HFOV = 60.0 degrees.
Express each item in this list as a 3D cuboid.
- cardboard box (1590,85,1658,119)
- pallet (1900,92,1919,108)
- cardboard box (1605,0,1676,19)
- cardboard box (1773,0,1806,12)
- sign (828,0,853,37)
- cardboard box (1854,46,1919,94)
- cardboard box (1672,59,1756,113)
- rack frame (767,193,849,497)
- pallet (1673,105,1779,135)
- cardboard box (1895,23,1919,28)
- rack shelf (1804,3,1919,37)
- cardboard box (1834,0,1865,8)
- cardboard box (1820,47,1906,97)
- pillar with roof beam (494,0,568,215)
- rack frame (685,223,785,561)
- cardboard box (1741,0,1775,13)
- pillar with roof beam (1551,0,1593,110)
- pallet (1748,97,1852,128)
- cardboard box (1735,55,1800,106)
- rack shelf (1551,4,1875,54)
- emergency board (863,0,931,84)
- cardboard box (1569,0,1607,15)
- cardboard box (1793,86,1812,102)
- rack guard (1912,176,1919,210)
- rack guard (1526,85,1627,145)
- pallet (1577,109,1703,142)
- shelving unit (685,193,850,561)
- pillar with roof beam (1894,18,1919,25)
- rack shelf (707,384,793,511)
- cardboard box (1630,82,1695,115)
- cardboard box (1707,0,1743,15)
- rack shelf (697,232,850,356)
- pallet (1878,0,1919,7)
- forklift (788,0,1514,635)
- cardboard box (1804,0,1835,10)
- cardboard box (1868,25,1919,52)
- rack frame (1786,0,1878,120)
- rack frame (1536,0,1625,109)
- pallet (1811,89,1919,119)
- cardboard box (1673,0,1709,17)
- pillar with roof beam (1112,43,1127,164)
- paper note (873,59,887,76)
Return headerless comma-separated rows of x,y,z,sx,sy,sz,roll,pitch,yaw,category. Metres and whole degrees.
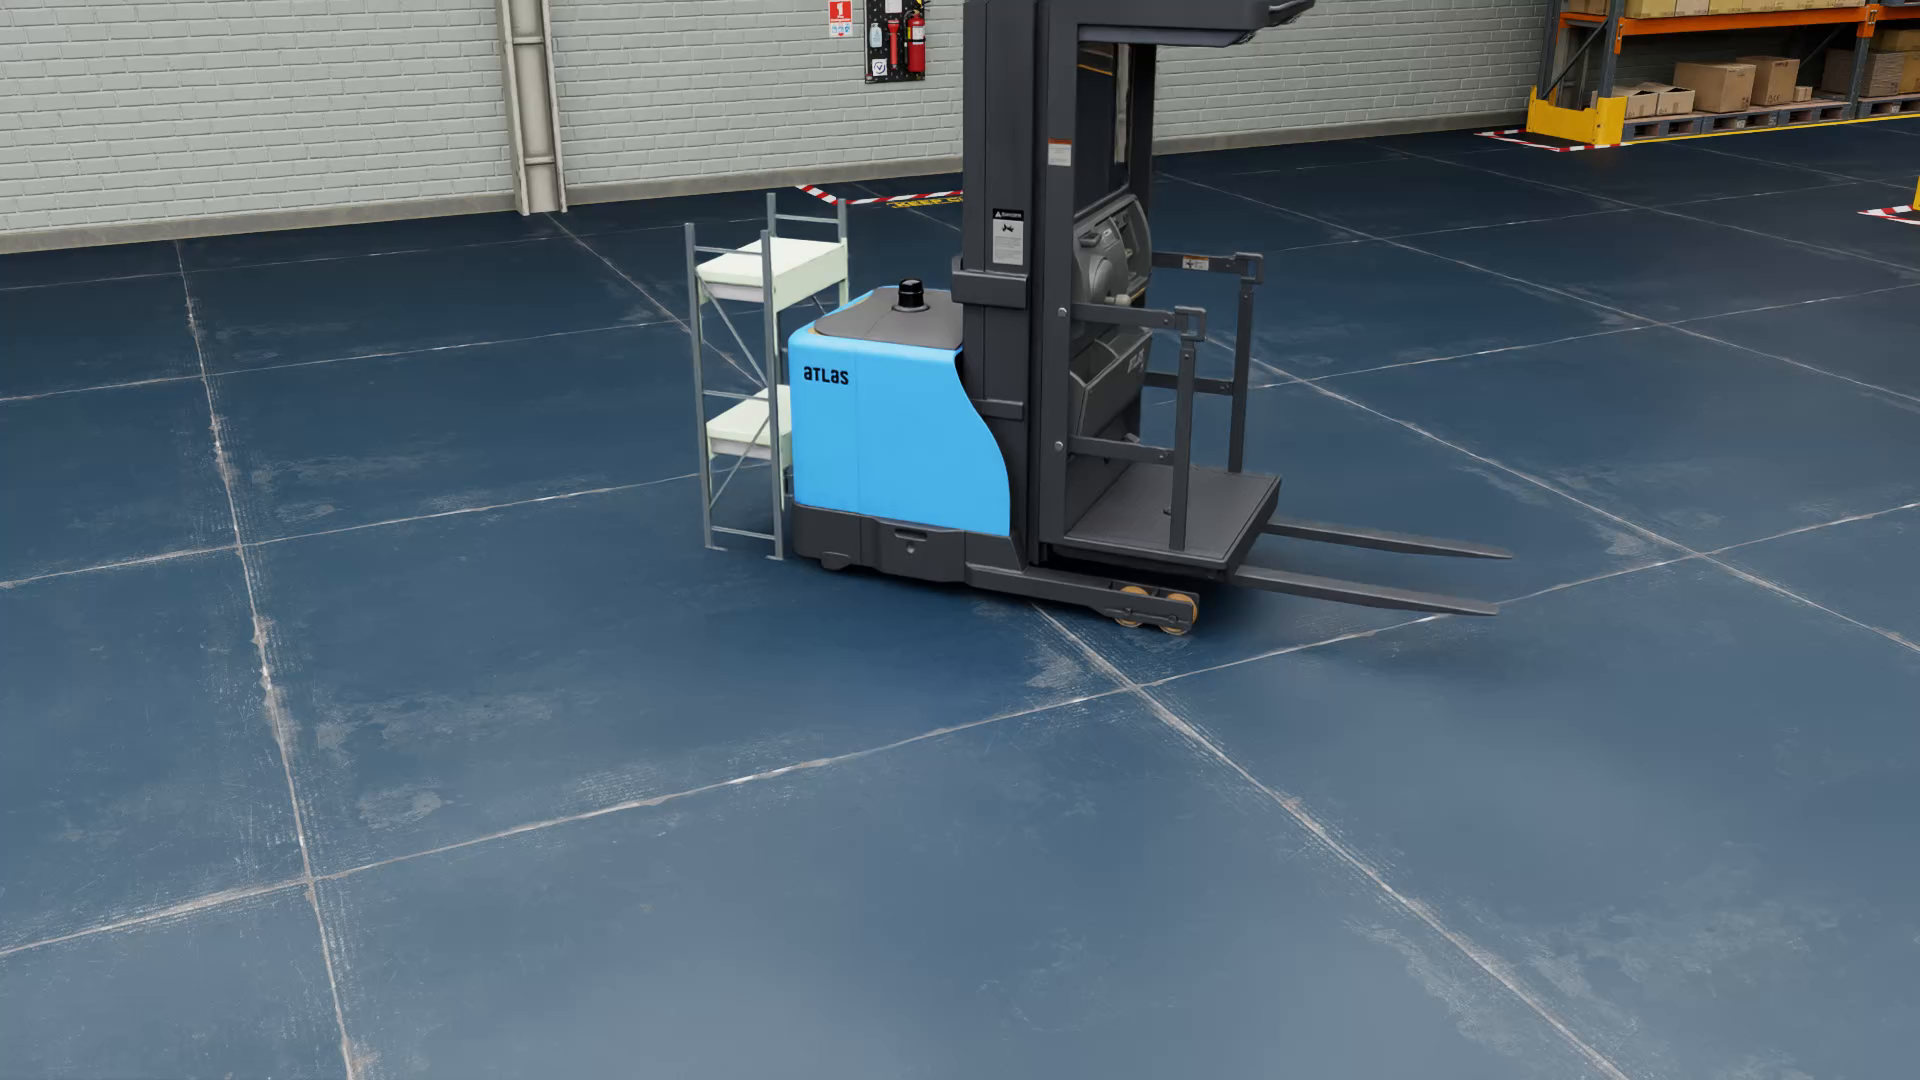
7.480,-4.953,18.734,0.500,0.311,0.500,-14,26,-30,cardboard box
12.223,-5.617,21.043,1.213,0.211,1.003,-10,25,-24,pallet
7.395,-5.820,18.058,0.500,0.250,0.500,-11,25,-25,cardboard box
9.227,-6.160,18.880,0.500,0.250,0.500,-11,25,-24,cardboard box
-1.120,-4.891,15.597,0.234,0.329,0.001,-10,25,-24,sign
11.521,-5.851,20.656,0.500,0.500,0.700,-11,25,-25,cardboard box
8.676,-5.239,19.179,0.500,0.500,0.700,-12,25,-27,cardboard box
-0.707,-0.889,7.936,0.400,1.500,0.023,9,24,20,rack frame
8.731,-4.956,19.447,1.213,0.211,1.003,-10,25,-24,pallet
11.940,-6.256,20.655,0.500,0.250,0.500,-11,25,-25,cardboard box
12.223,-6.571,20.643,4.000,0.370,1.077,-10,25,-24,rack shelf
10.126,-6.329,19.287,0.500,0.250,0.500,-10,25,-23,cardboard box
11.077,-5.748,20.407,0.500,0.500,0.700,-10,24,-22,cardboard box
-1.873,-5.620,9.562,0.400,9.000,9.100,-10,25,-24,pillar with roof beam
-0.984,-0.630,7.310,0.400,1.500,0.023,9,24,20,rack frame
8.774,-6.076,18.677,0.500,0.250,0.500,-10,25,-23,cardboard box
8.940,-7.611,14.371,0.400,9.000,9.100,-10,25,-24,pillar with roof beam
9.832,-5.160,19.939,1.213,0.211,1.003,-10,25,-24,pallet
9.504,-5.434,19.649,0.500,0.500,0.500,-12,26,-28,cardboard box
8.619,-5.908,19.041,4.000,0.370,1.077,-10,25,-24,rack shelf
-0.577,-4.931,15.739,0.643,1.169,0.194,-10,25,-24,emergency board
7.154,-5.993,18.475,0.500,0.250,0.500,-10,25,-23,cardboard box
9.952,-5.367,19.923,0.250,0.166,0.380,-14,26,-30,cardboard box
8.947,-3.043,14.447,0.348,0.500,1.175,-10,25,-24,rack guard
6.886,-4.766,18.610,0.348,0.500,1.175,-10,25,-24,rack guard
7.633,-4.755,18.961,1.213,0.211,1.003,-10,25,-24,pallet
-0.845,-0.759,7.623,0.431,1.500,0.755,9,24,20,shelving unit
14.346,-8.606,16.775,0.400,9.000,9.100,-10,25,-24,pillar with roof beam
-0.845,-0.458,7.748,0.431,0.370,0.720,9,24,20,rack shelf
7.993,-5.048,18.962,0.500,0.311,0.500,-8,24,-19,cardboard box
8.318,-5.993,18.477,0.500,0.250,0.500,-11,25,-24,cardboard box
-0.846,-1.120,7.474,0.431,0.370,0.720,9,24,20,rack shelf
11.173,-6.560,19.926,1.213,0.211,1.003,-10,25,-24,pallet
0.817,-1.196,6.808,3.031,2.935,1.130,9,24,20,forklift
9.674,-6.249,19.094,0.500,0.250,0.500,-10,25,-23,cardboard box
11.473,-6.169,20.443,0.500,0.250,0.500,-11,25,-25,cardboard box
10.421,-6.572,19.704,0.127,3.000,1.000,-10,25,-24,rack frame
6.817,-5.908,18.102,0.127,3.000,1.000,-10,25,-24,rack frame
11.122,-5.413,20.551,1.213,0.211,1.003,-10,25,-24,pallet
7.856,-5.911,18.278,0.500,0.250,0.500,-11,25,-25,cardboard box
3.533,-6.616,11.966,0.400,9.000,9.100,-10,25,-24,pillar with roof beam
-0.766,-4.518,15.894,0.142,0.148,0.016,-10,25,-24,paper note
